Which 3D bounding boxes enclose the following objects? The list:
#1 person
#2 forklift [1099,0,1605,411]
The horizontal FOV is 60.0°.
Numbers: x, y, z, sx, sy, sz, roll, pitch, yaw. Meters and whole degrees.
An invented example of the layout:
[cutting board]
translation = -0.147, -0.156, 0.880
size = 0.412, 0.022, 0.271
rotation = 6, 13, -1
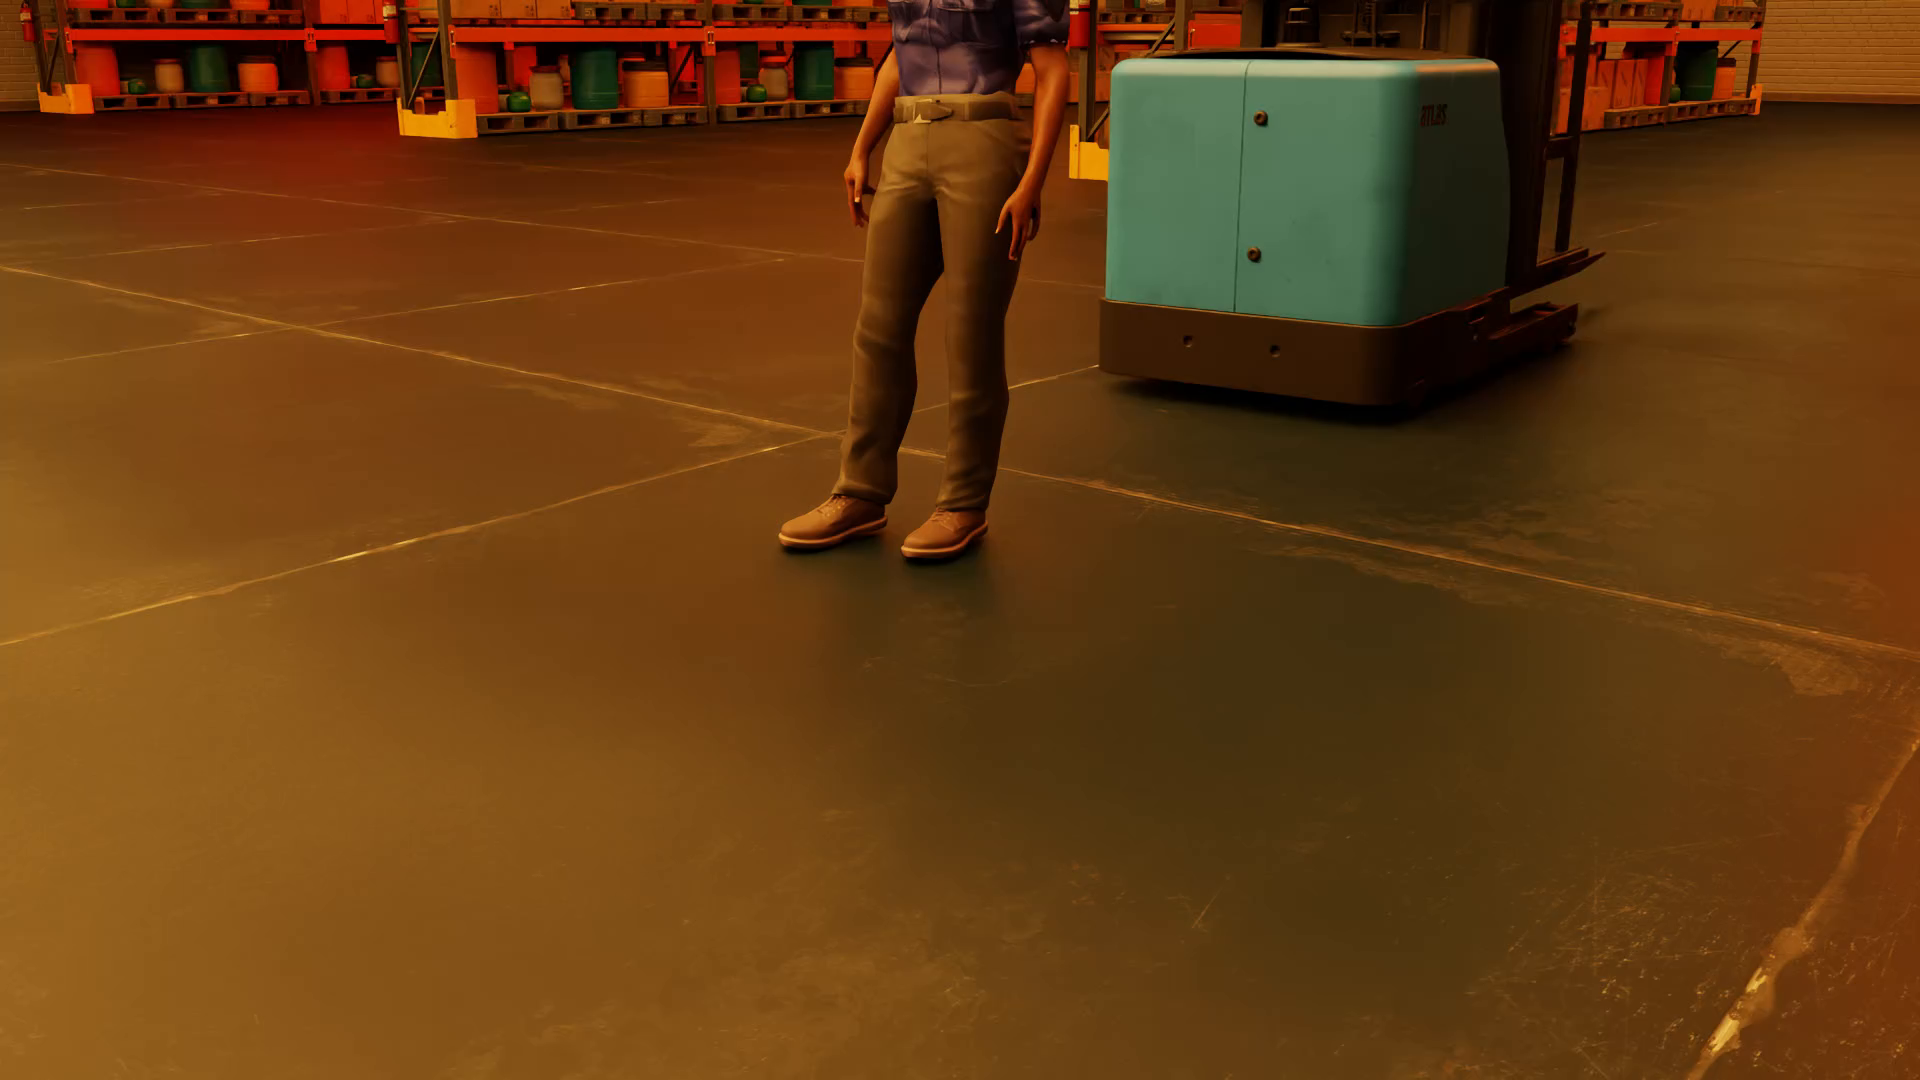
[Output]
[person]
translation = -0.071, -0.782, 3.647
size = 0.569, 1.654, 0.504
rotation = 13, 21, 37
[forklift]
translation = 1.726, -2.173, 6.052
size = 1.130, 2.935, 3.031
rotation = 12, 20, 33
